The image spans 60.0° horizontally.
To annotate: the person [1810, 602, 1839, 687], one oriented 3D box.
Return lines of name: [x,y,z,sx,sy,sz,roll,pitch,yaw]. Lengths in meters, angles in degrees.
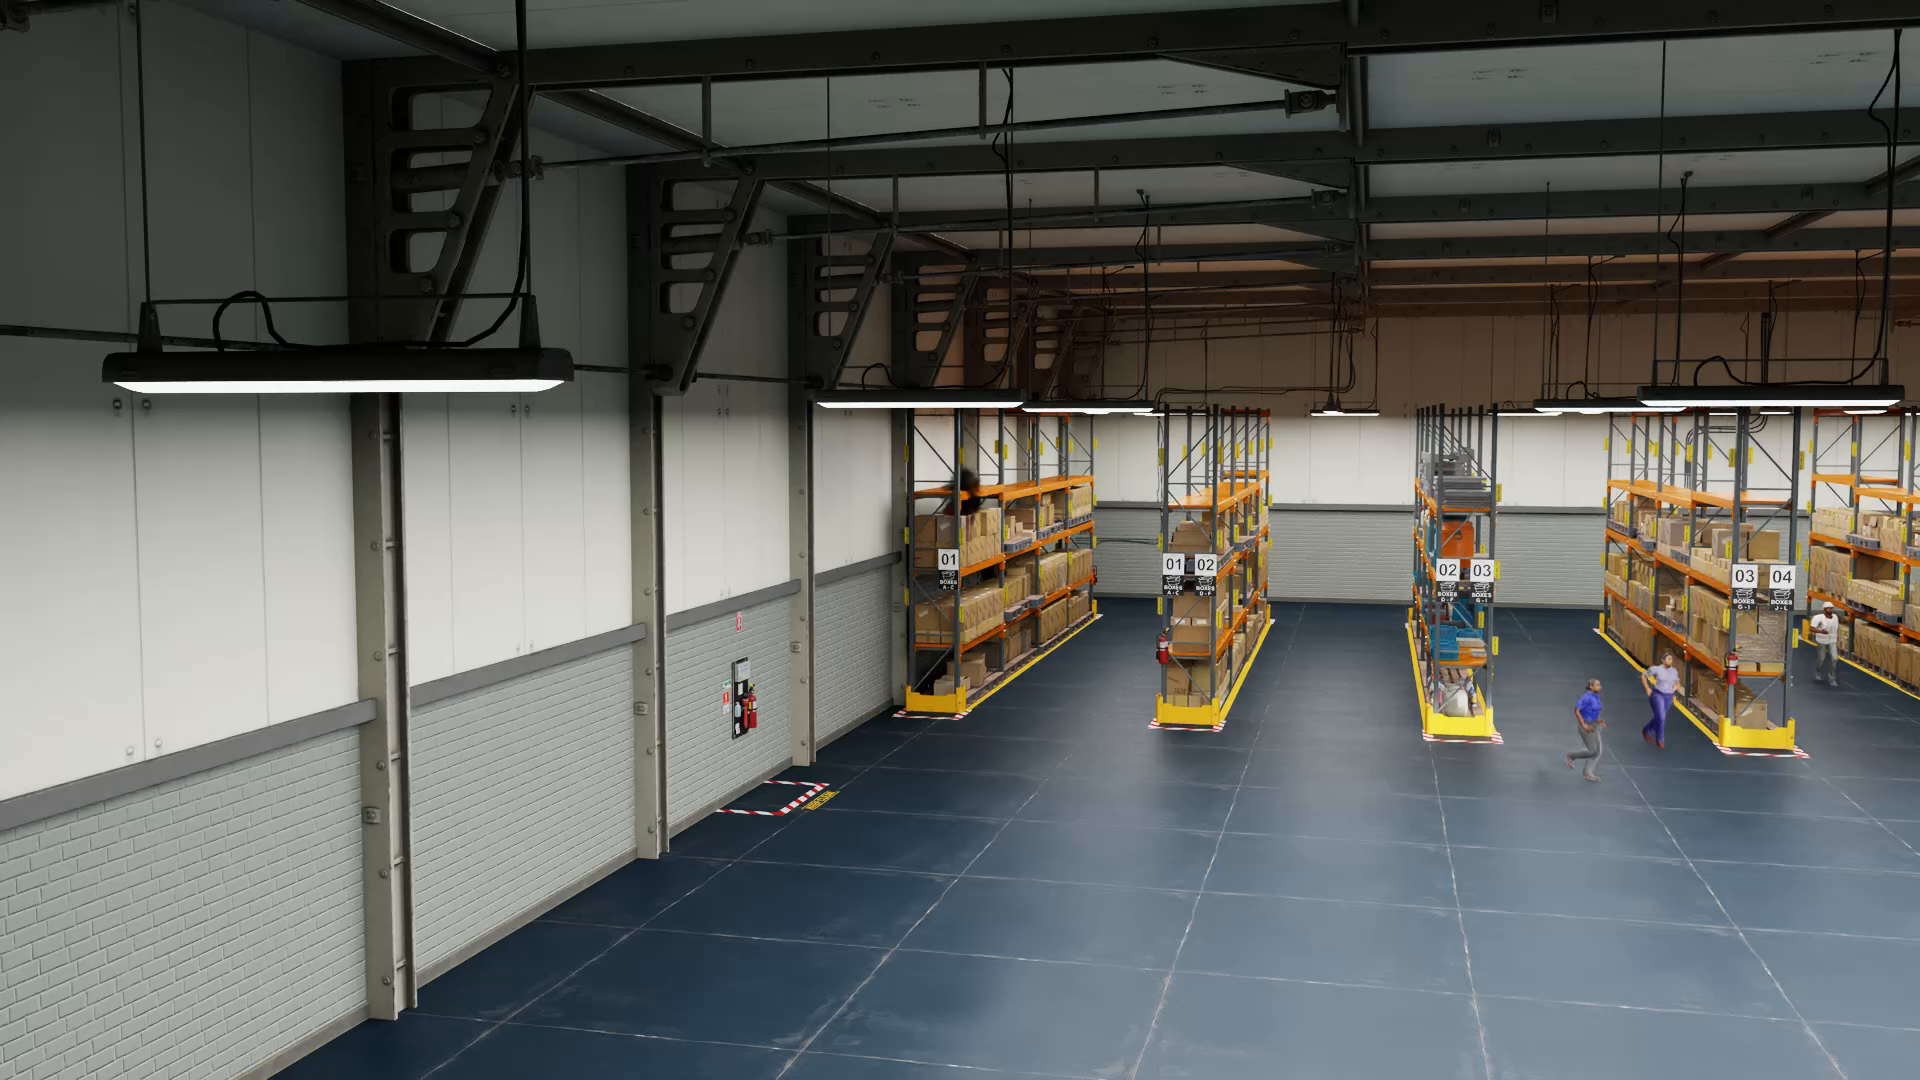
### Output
person: [18.677,2.230,35.903,0.676,1.813,0.788,0,4,6]

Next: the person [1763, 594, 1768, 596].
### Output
person: [20.971,1.652,43.672,1.040,1.757,0.764,-4,6,-43]

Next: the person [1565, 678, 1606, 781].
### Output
person: [9.976,2.999,26.510,0.567,1.619,0.594,4,6,43]

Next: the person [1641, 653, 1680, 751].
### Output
person: [12.285,2.805,29.078,0.617,1.681,0.815,-1,4,-14]
